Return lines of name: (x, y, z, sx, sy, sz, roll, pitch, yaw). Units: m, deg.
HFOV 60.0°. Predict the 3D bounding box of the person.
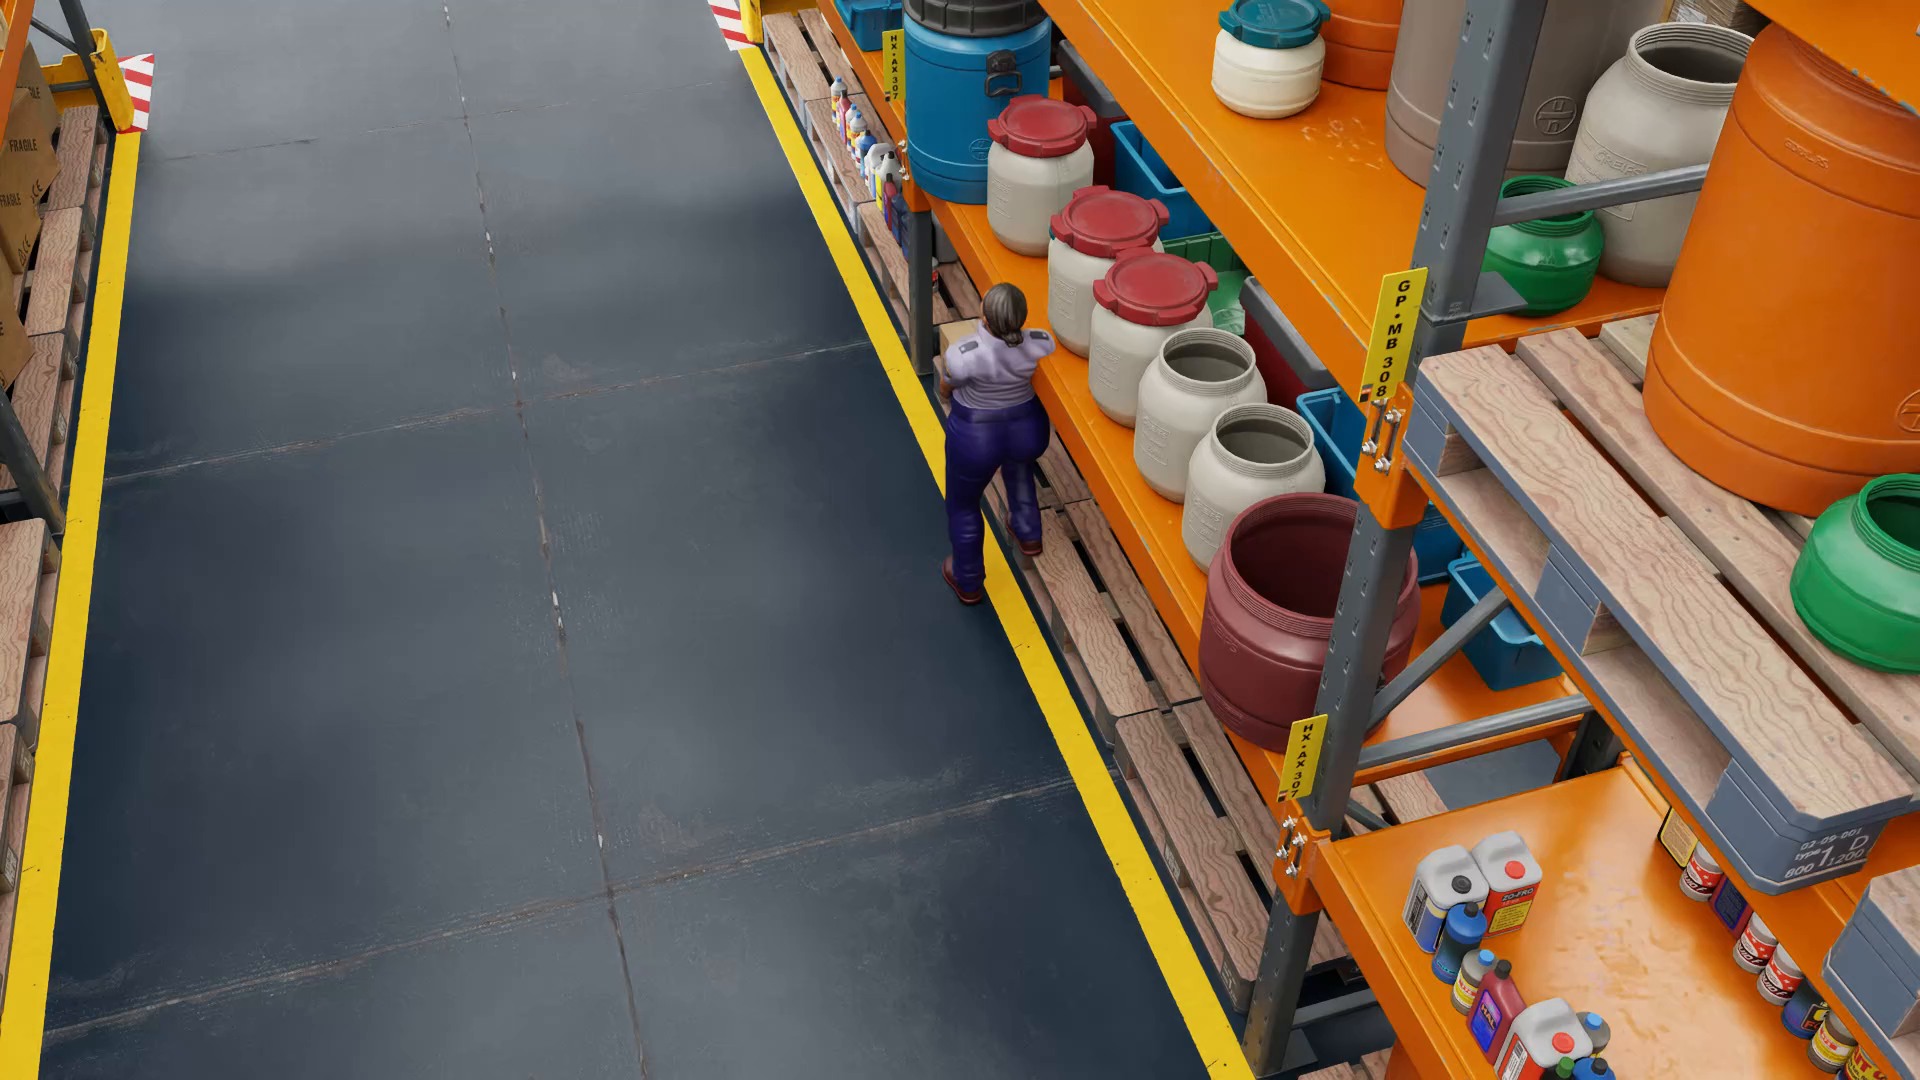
person: (0.128, -0.443, 6.679, 0.445, 1.611, 0.584, -11, 44, -12)
